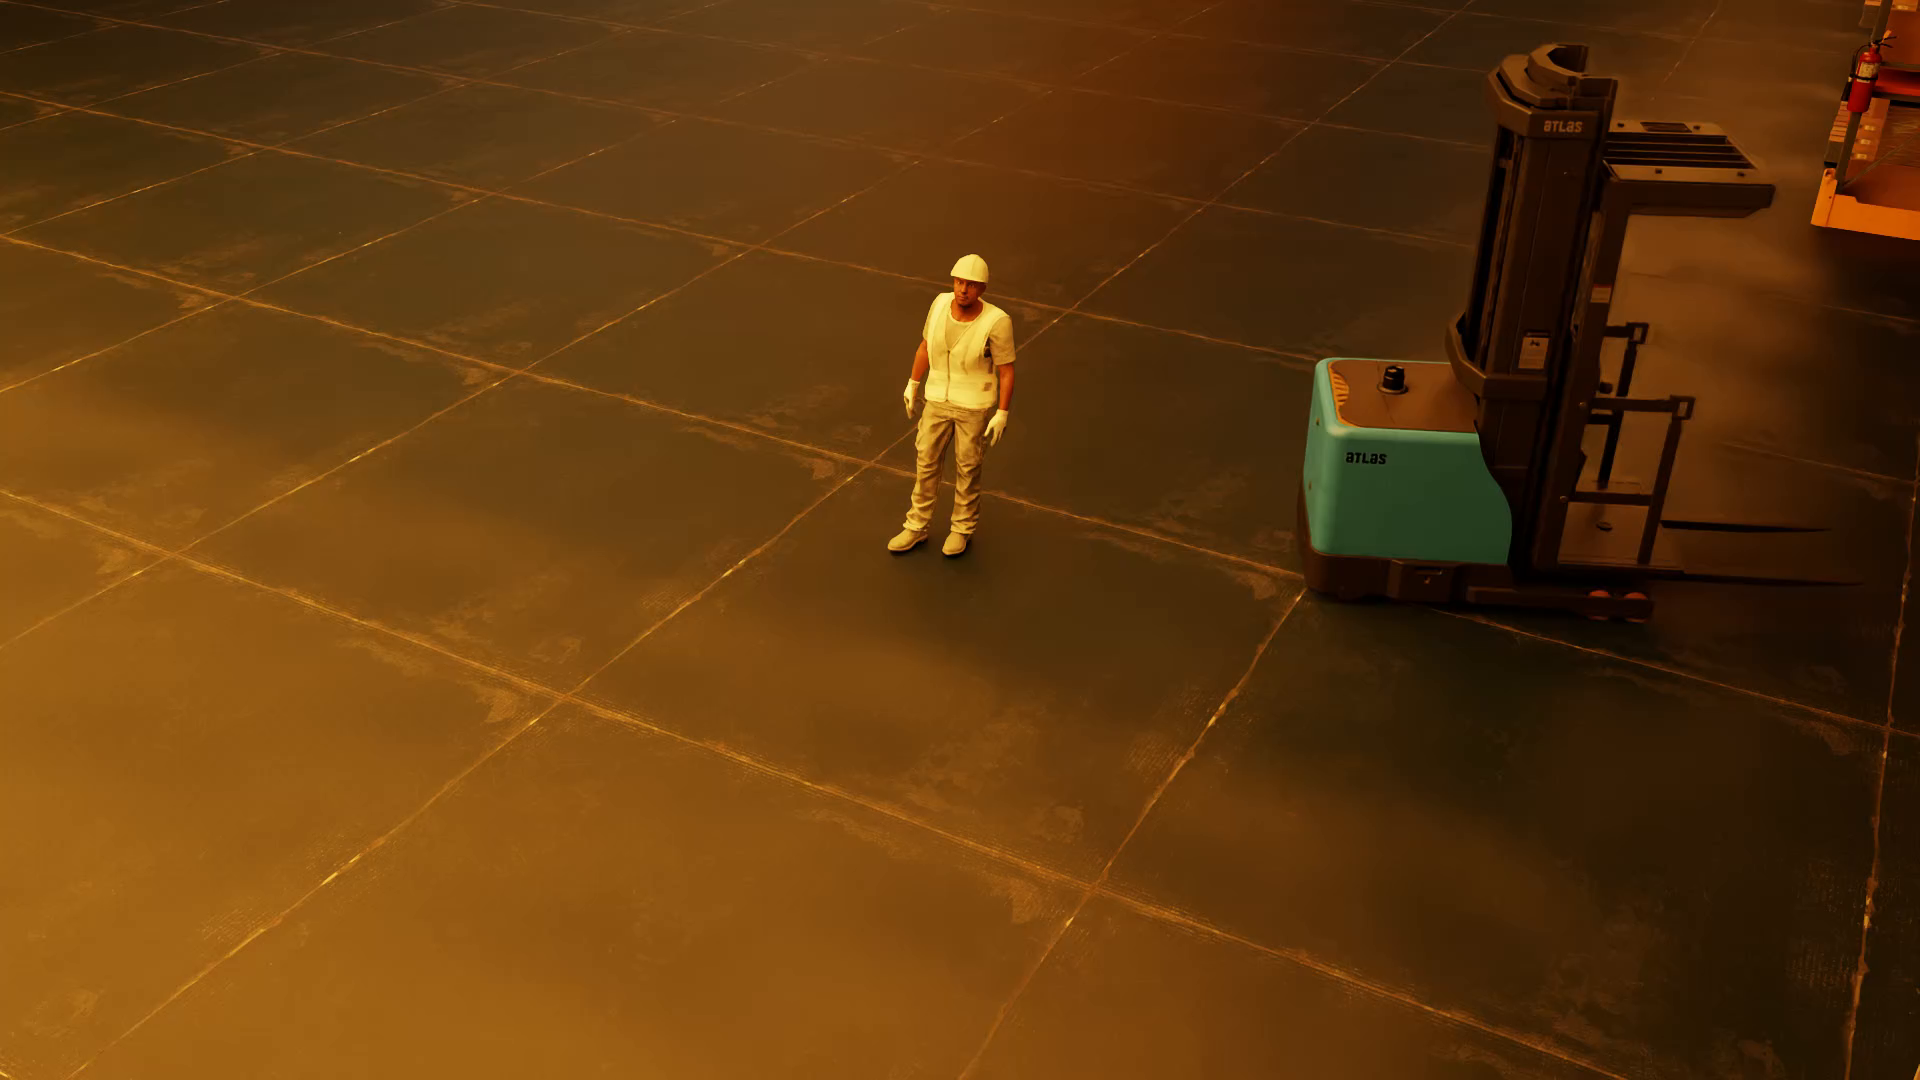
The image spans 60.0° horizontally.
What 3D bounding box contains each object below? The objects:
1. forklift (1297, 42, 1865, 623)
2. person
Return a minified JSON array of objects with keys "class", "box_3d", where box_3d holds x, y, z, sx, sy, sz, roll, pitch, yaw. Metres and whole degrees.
[{"class":"forklift","box_3d":[3.516,-1.092,8.963,3.031,2.935,1.130,3,30,6]},{"class":"person","box_3d":[-0.042,-0.749,9.503,0.656,1.781,0.577,15,33,25]}]
